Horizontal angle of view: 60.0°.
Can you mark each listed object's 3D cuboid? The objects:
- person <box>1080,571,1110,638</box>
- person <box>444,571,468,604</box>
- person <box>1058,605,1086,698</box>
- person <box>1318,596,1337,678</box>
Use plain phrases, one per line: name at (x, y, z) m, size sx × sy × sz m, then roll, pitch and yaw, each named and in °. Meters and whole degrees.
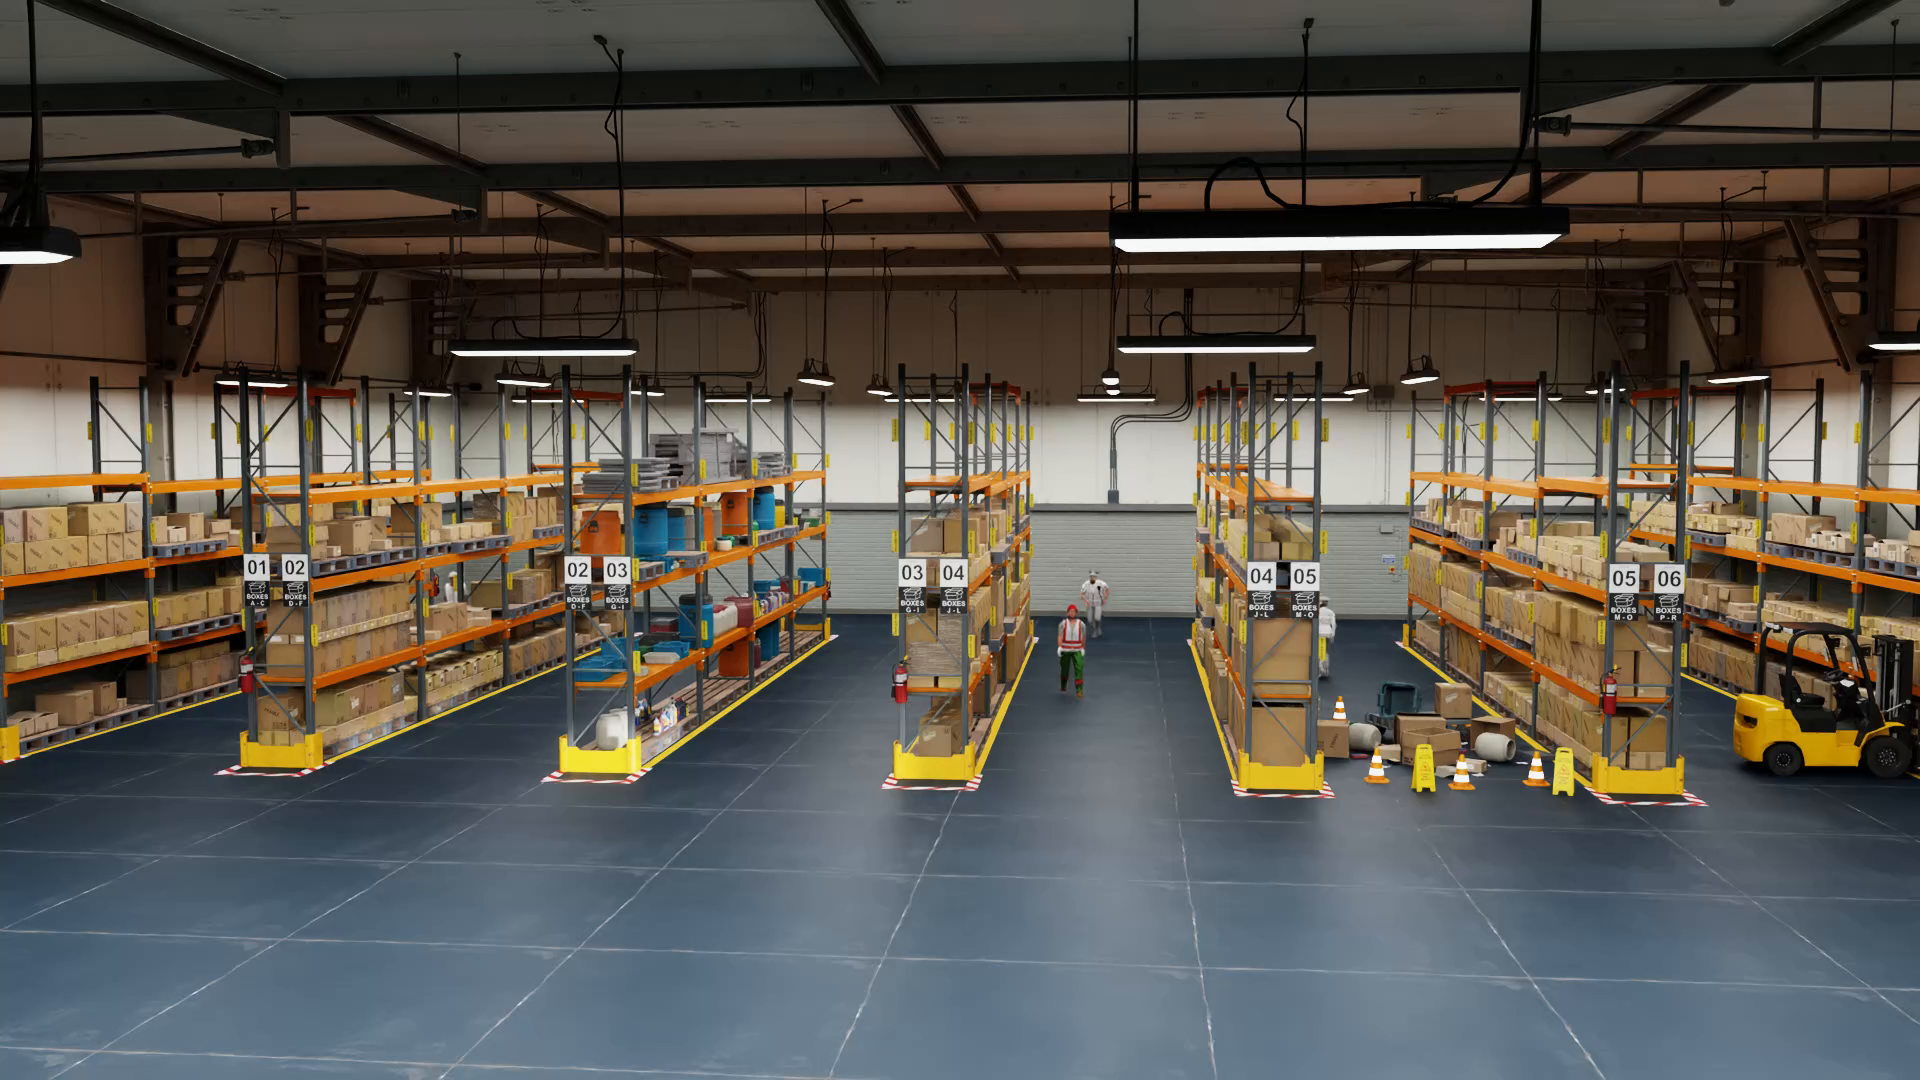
person at (3.297, 1.562, 40.581) m, size 0.694 × 1.684 × 0.728 m, roll 1°, pitch 4°, yaw 14°
person at (-11.957, 1.585, 39.459) m, size 0.571 × 1.713 × 0.956 m, roll 0°, pitch 4°, yaw 2°
person at (2.117, 2.098, 31.468) m, size 0.573 × 1.737 × 1.071 m, roll 0°, pitch 4°, yaw -4°
person at (7.477, 1.994, 34.128) m, size 0.553 × 1.657 × 0.583 m, roll -1°, pitch 4°, yaw -12°
